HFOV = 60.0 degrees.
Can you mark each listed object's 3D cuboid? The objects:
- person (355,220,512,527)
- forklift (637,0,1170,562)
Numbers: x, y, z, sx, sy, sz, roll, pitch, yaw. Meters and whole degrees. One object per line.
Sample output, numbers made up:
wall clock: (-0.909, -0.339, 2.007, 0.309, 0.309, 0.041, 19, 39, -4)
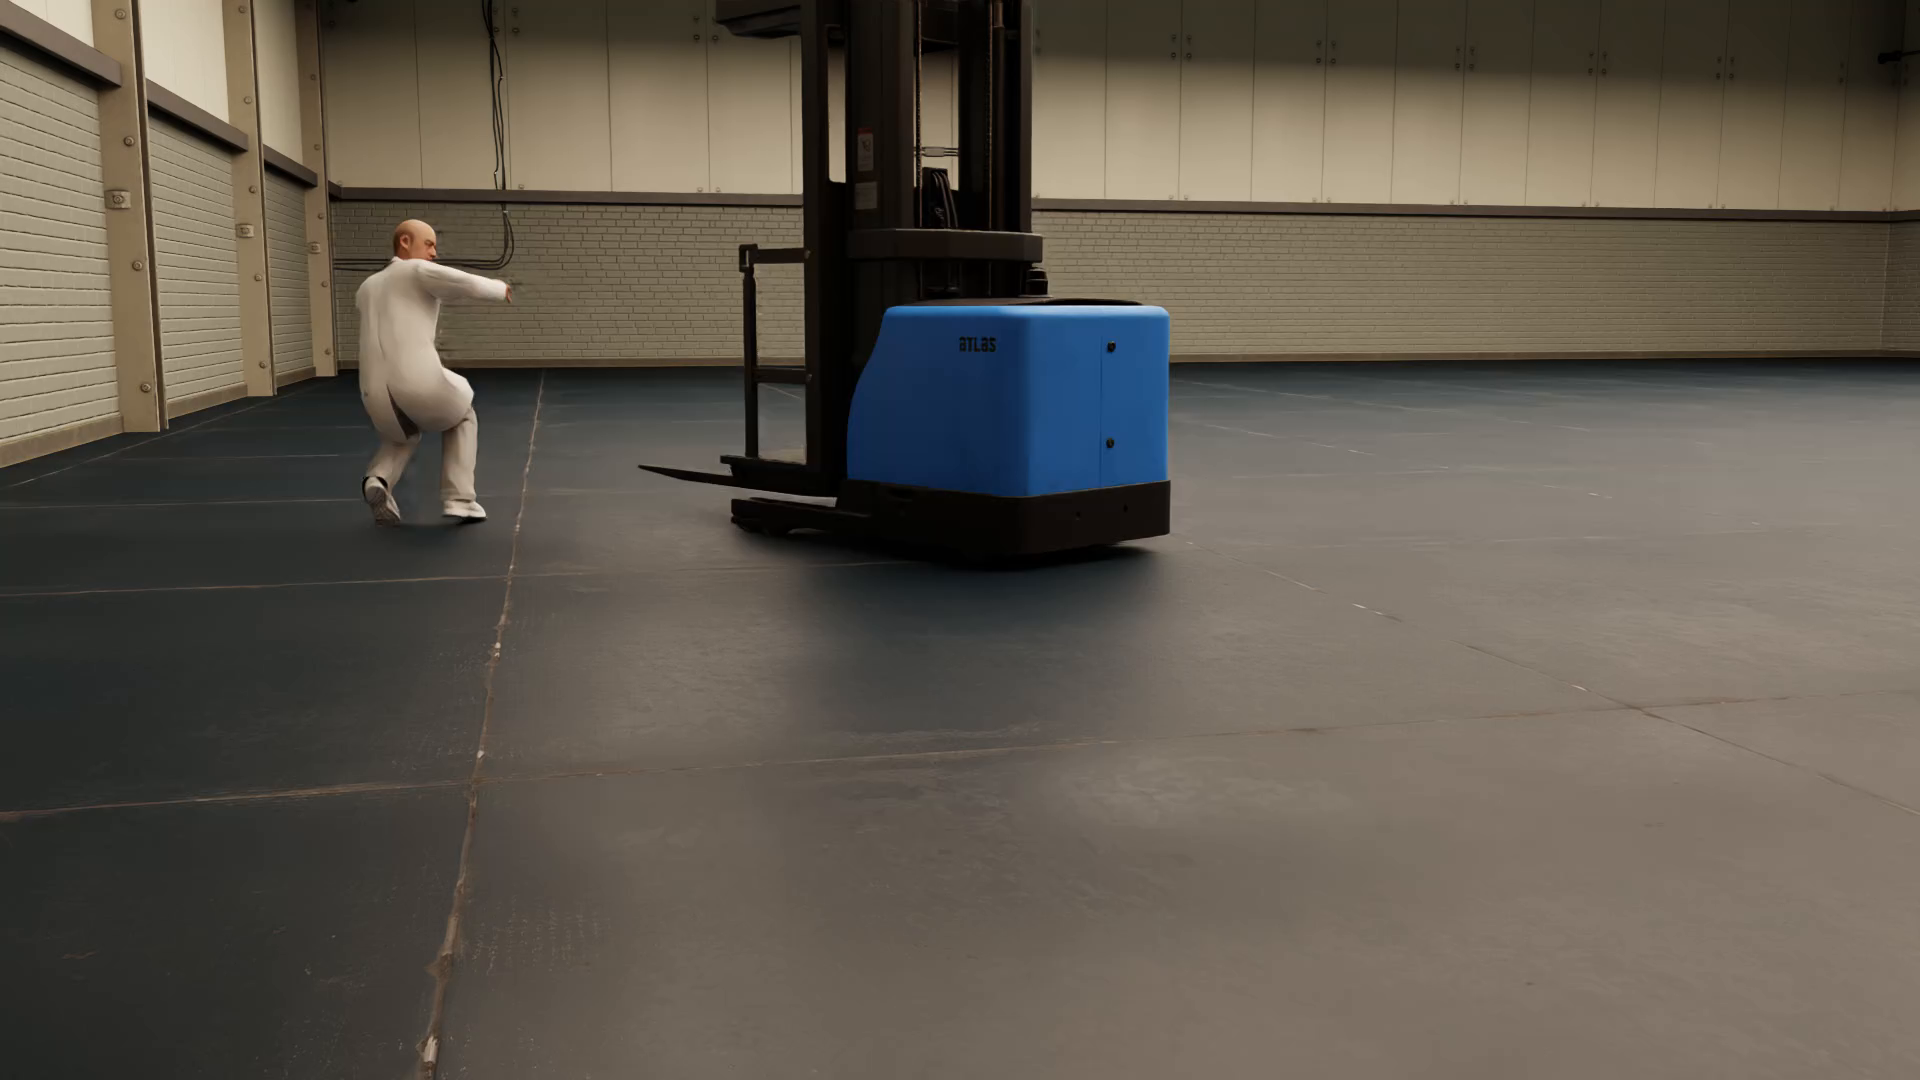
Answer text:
person: (-2.600, -0.826, 8.301, 0.847, 1.514, 0.986, 2, 8, 13)
forklift: (-0.453, -1.513, 7.940, 1.130, 2.935, 3.031, -8, 11, -43)
